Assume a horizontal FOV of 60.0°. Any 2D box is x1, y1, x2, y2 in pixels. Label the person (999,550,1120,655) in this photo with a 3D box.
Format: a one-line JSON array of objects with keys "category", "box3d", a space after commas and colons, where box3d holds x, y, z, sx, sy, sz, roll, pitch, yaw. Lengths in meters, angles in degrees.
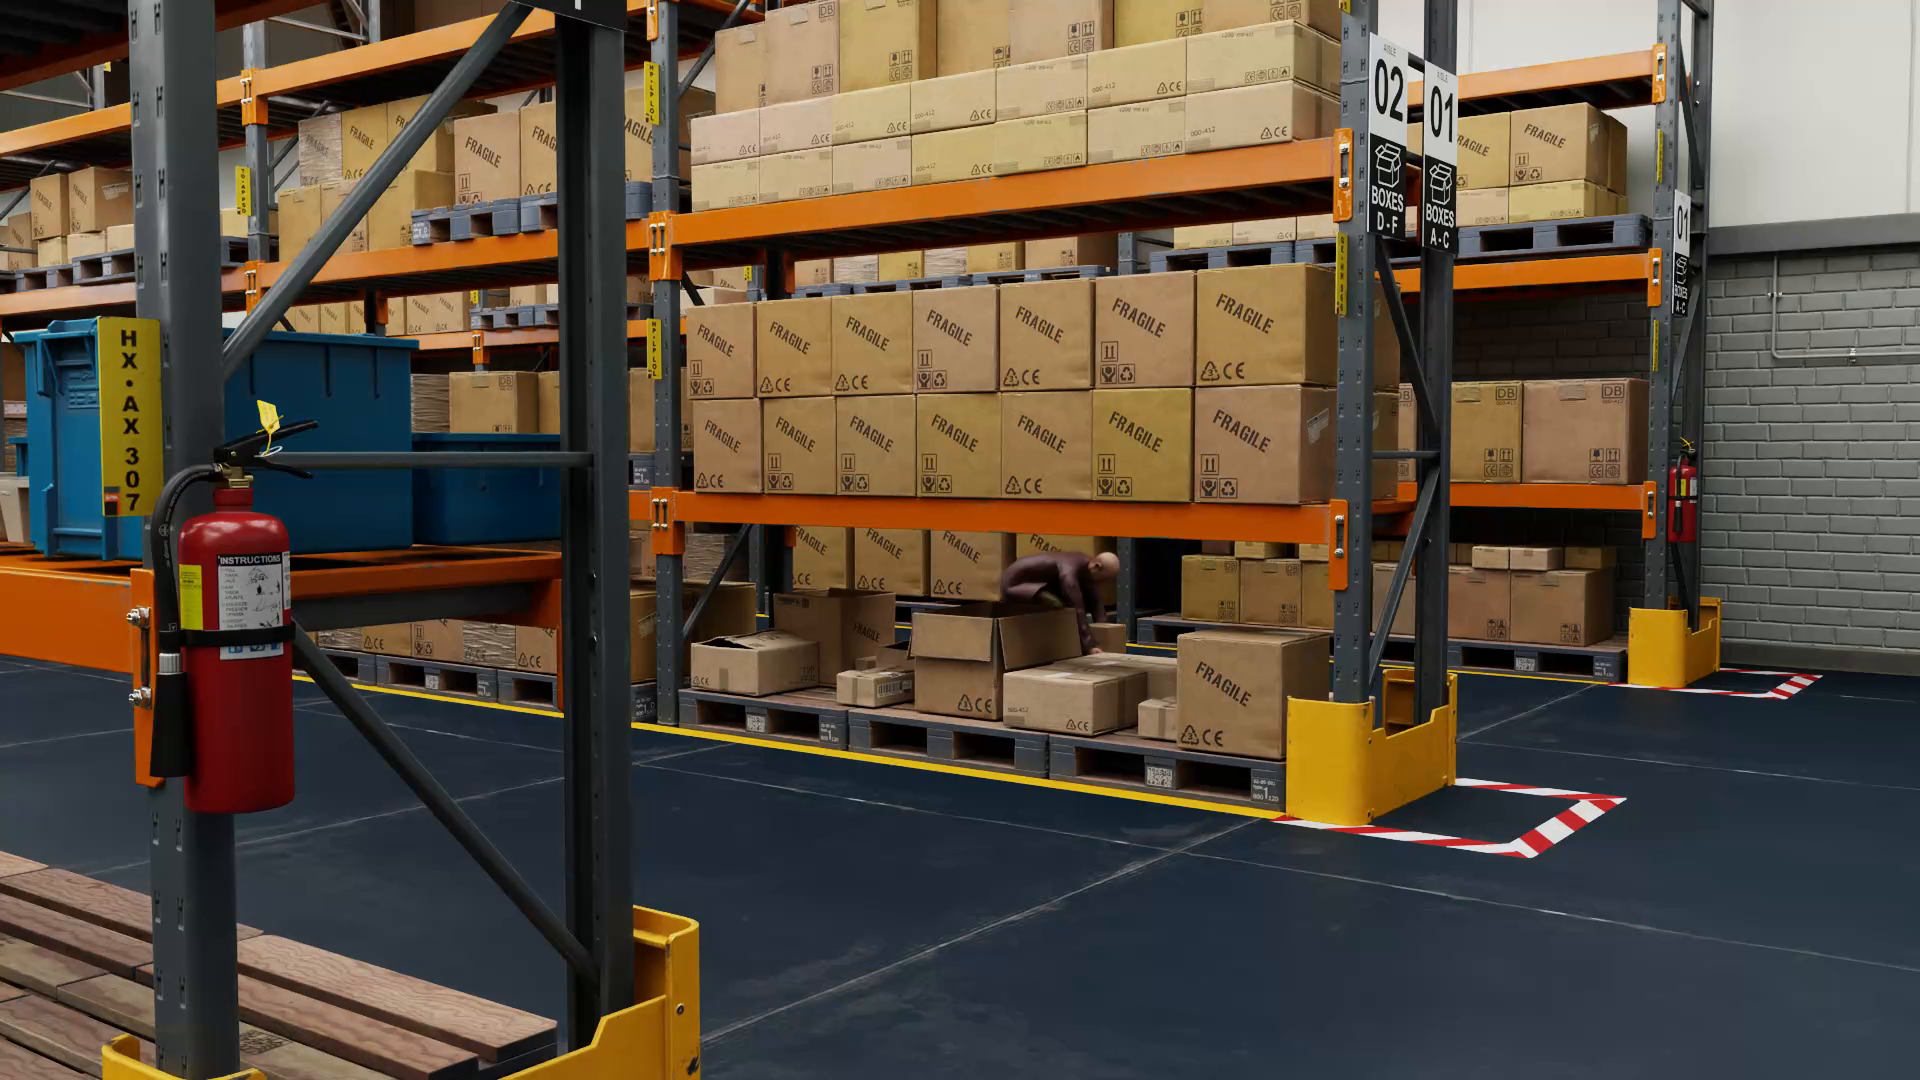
[{"category": "person", "box3d": [0.743, 0.482, 12.354, 0.953, 0.804, 0.577, 2, 4, 29]}]
